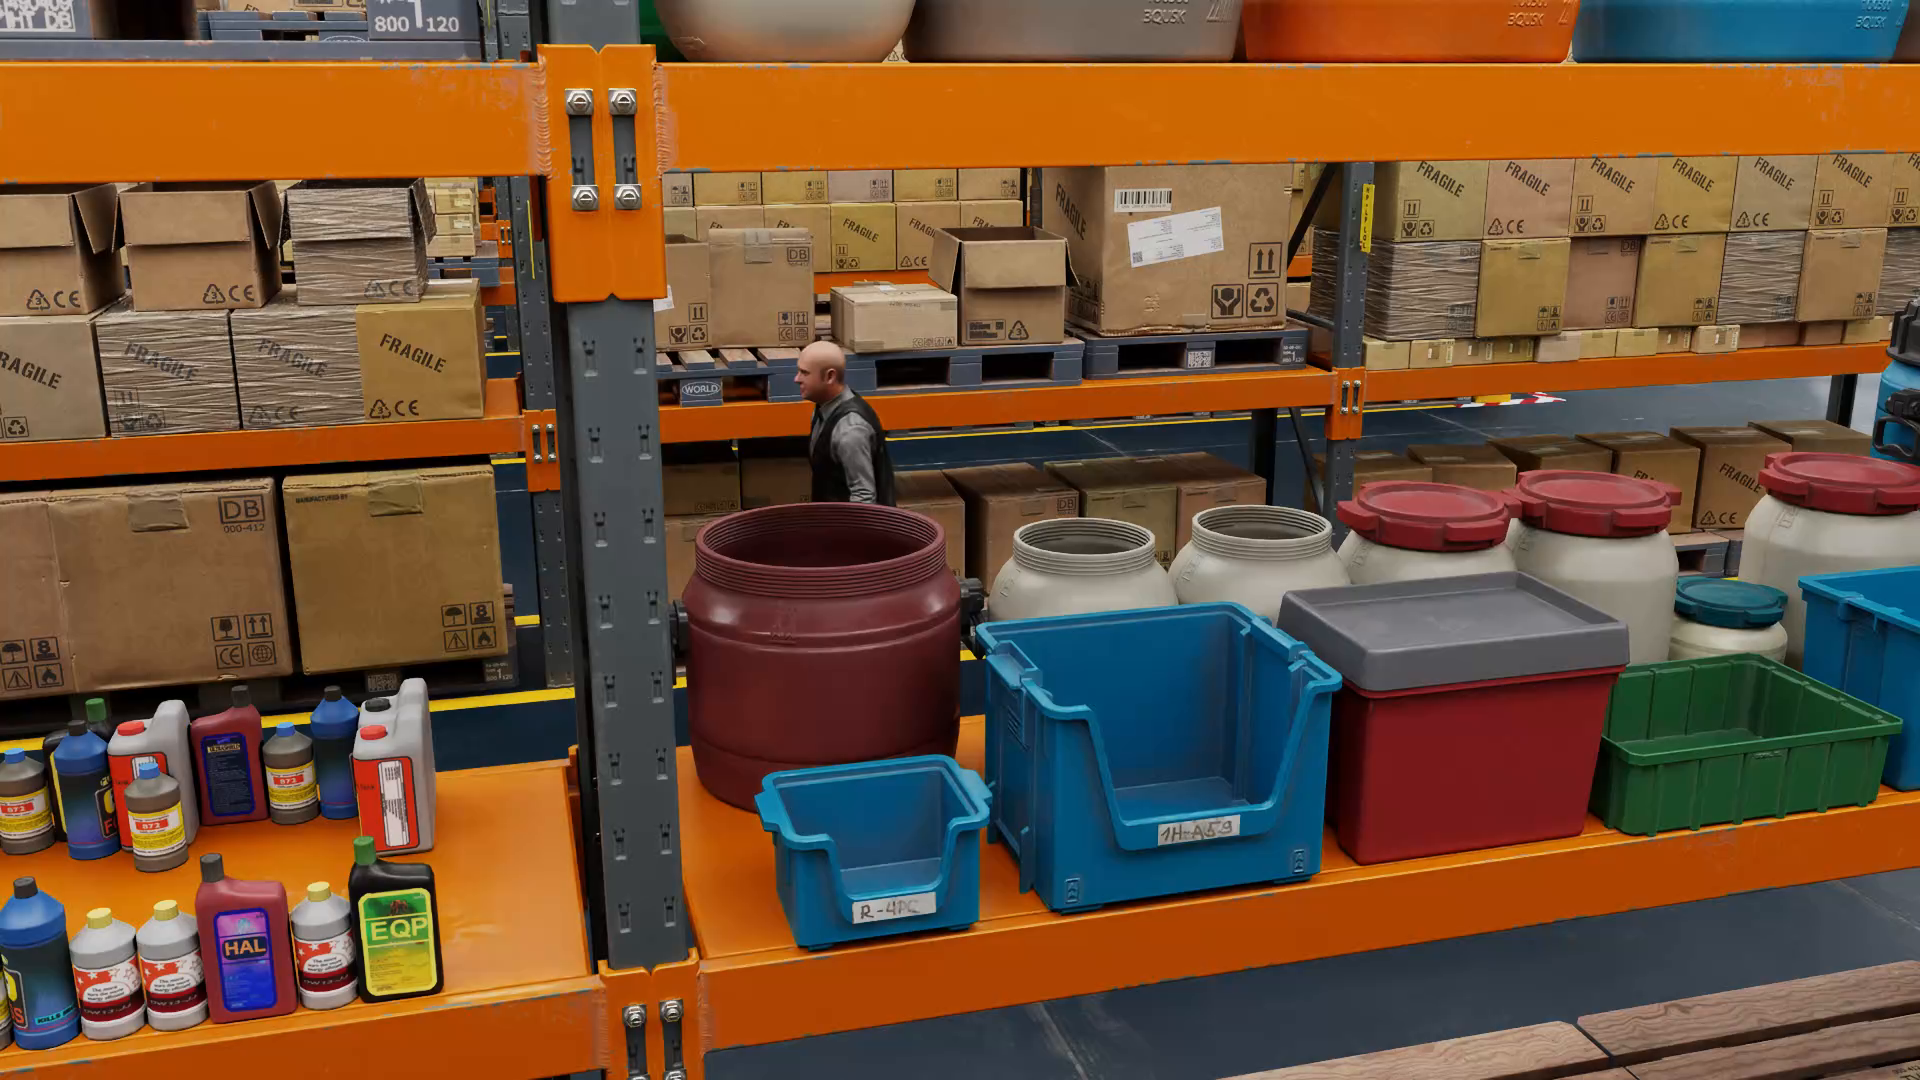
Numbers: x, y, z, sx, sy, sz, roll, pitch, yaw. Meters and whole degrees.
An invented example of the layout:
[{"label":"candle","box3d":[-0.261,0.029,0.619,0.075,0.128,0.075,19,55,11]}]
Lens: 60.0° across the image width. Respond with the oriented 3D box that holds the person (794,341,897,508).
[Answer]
[{"label":"person","box3d":[-0.485,0.005,7.057,0.412,1.721,0.586,-5,17,-16]}]
